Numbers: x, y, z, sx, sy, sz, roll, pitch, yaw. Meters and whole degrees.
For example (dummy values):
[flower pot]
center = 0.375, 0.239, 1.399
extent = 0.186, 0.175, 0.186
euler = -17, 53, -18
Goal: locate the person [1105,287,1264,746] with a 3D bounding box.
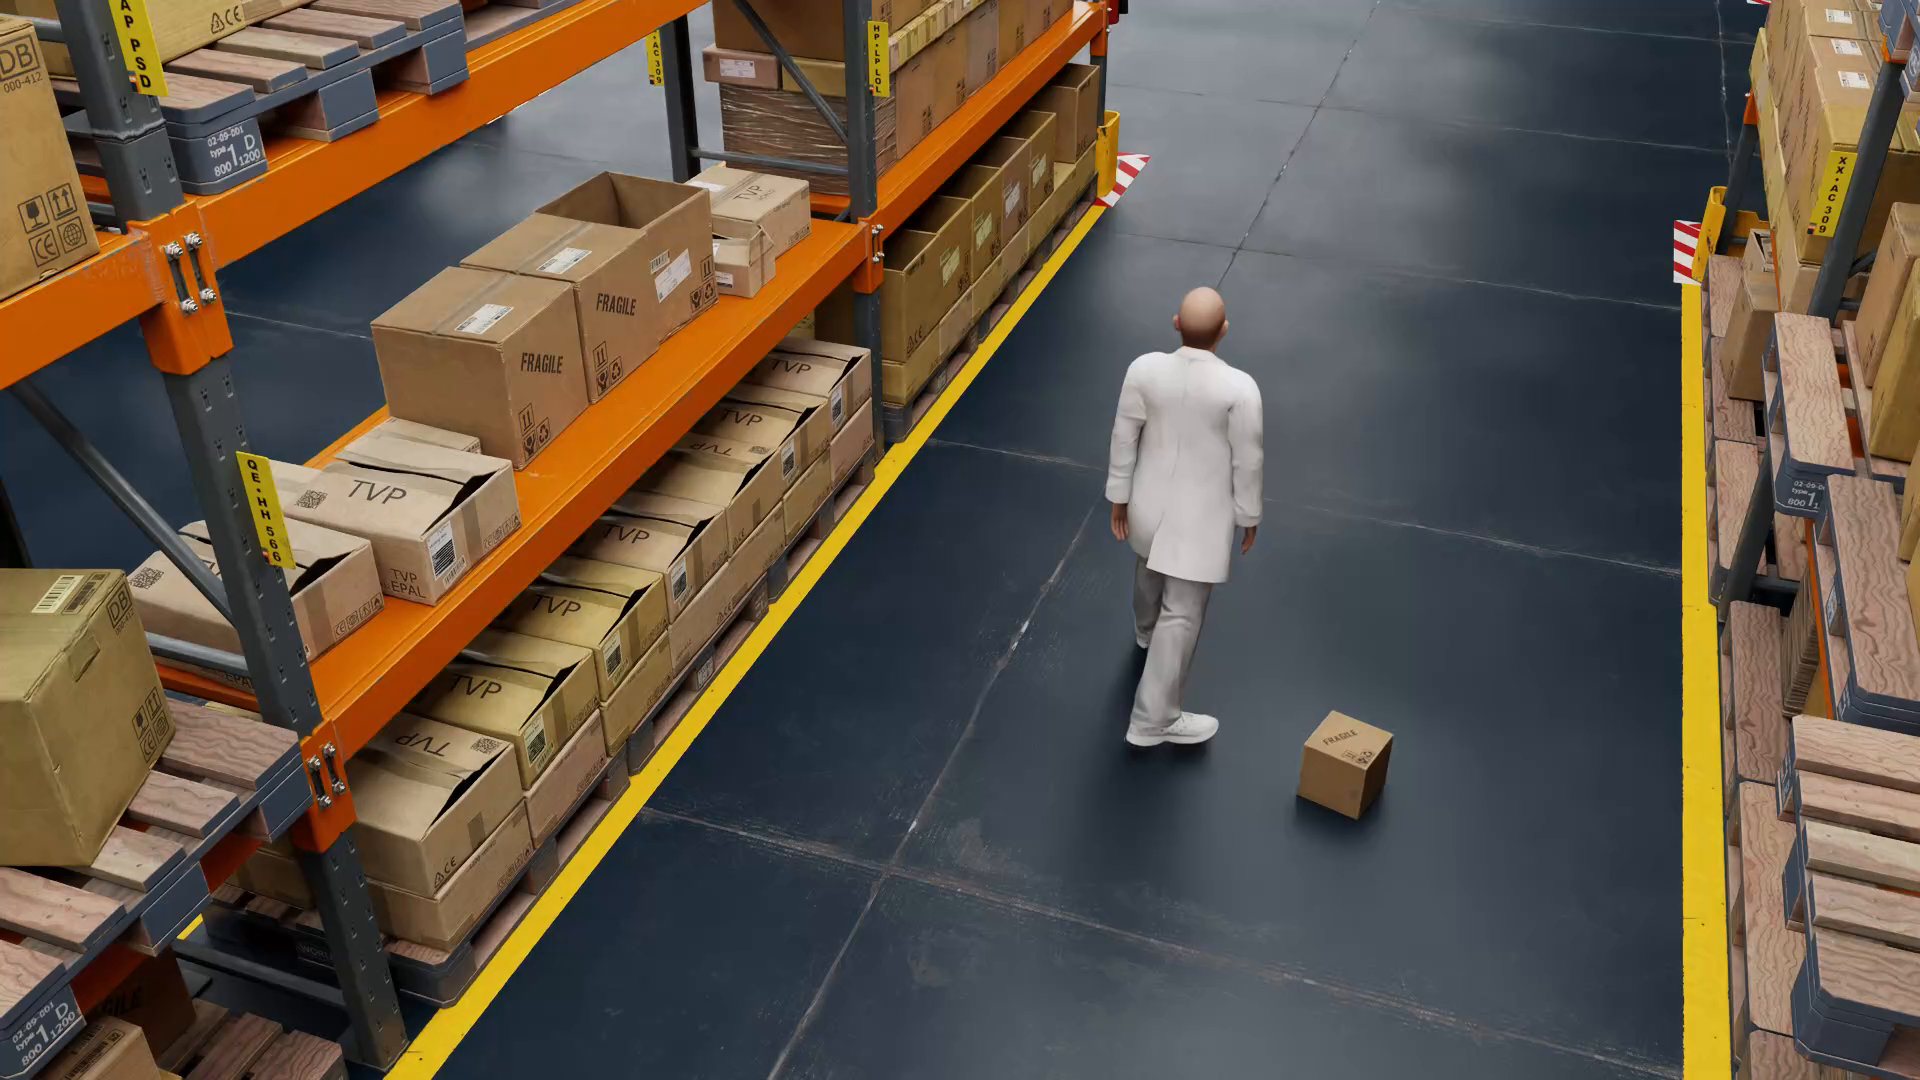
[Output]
[person]
center = 0.862, -0.141, 6.376
extent = 0.659, 1.747, 0.991
euler = 20, 38, 28
